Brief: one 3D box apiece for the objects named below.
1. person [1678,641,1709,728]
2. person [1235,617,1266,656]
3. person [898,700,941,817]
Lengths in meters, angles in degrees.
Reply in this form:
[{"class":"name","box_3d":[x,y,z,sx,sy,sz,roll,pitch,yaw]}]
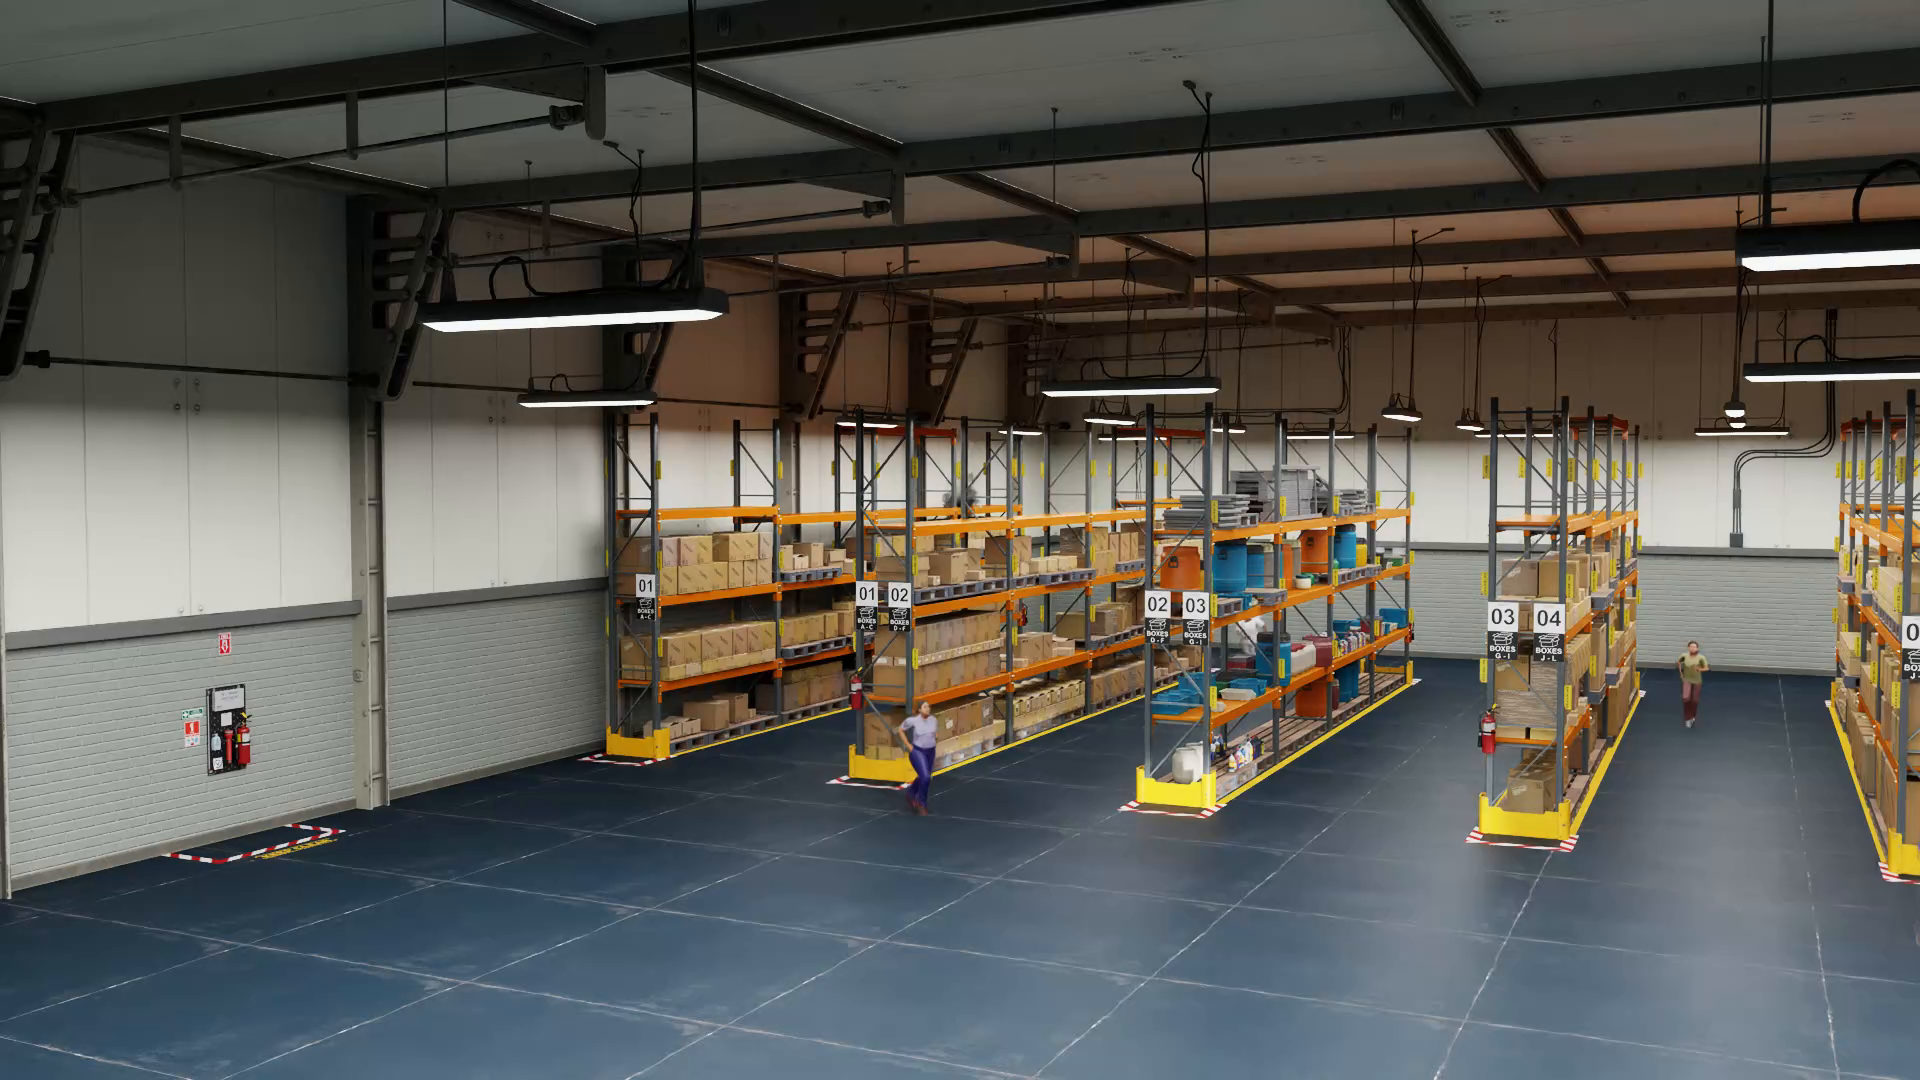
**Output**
[{"class":"person","box_3d":[14.321,2.821,32.492,0.555,1.718,0.782,1,3,23]},{"class":"person","box_3d":[6.944,2.462,39.865,0.682,1.728,0.662,1,3,24]},{"class":"person","box_3d":[-0.570,3.185,24.350,0.586,1.704,0.768,-2,3,-39]}]
